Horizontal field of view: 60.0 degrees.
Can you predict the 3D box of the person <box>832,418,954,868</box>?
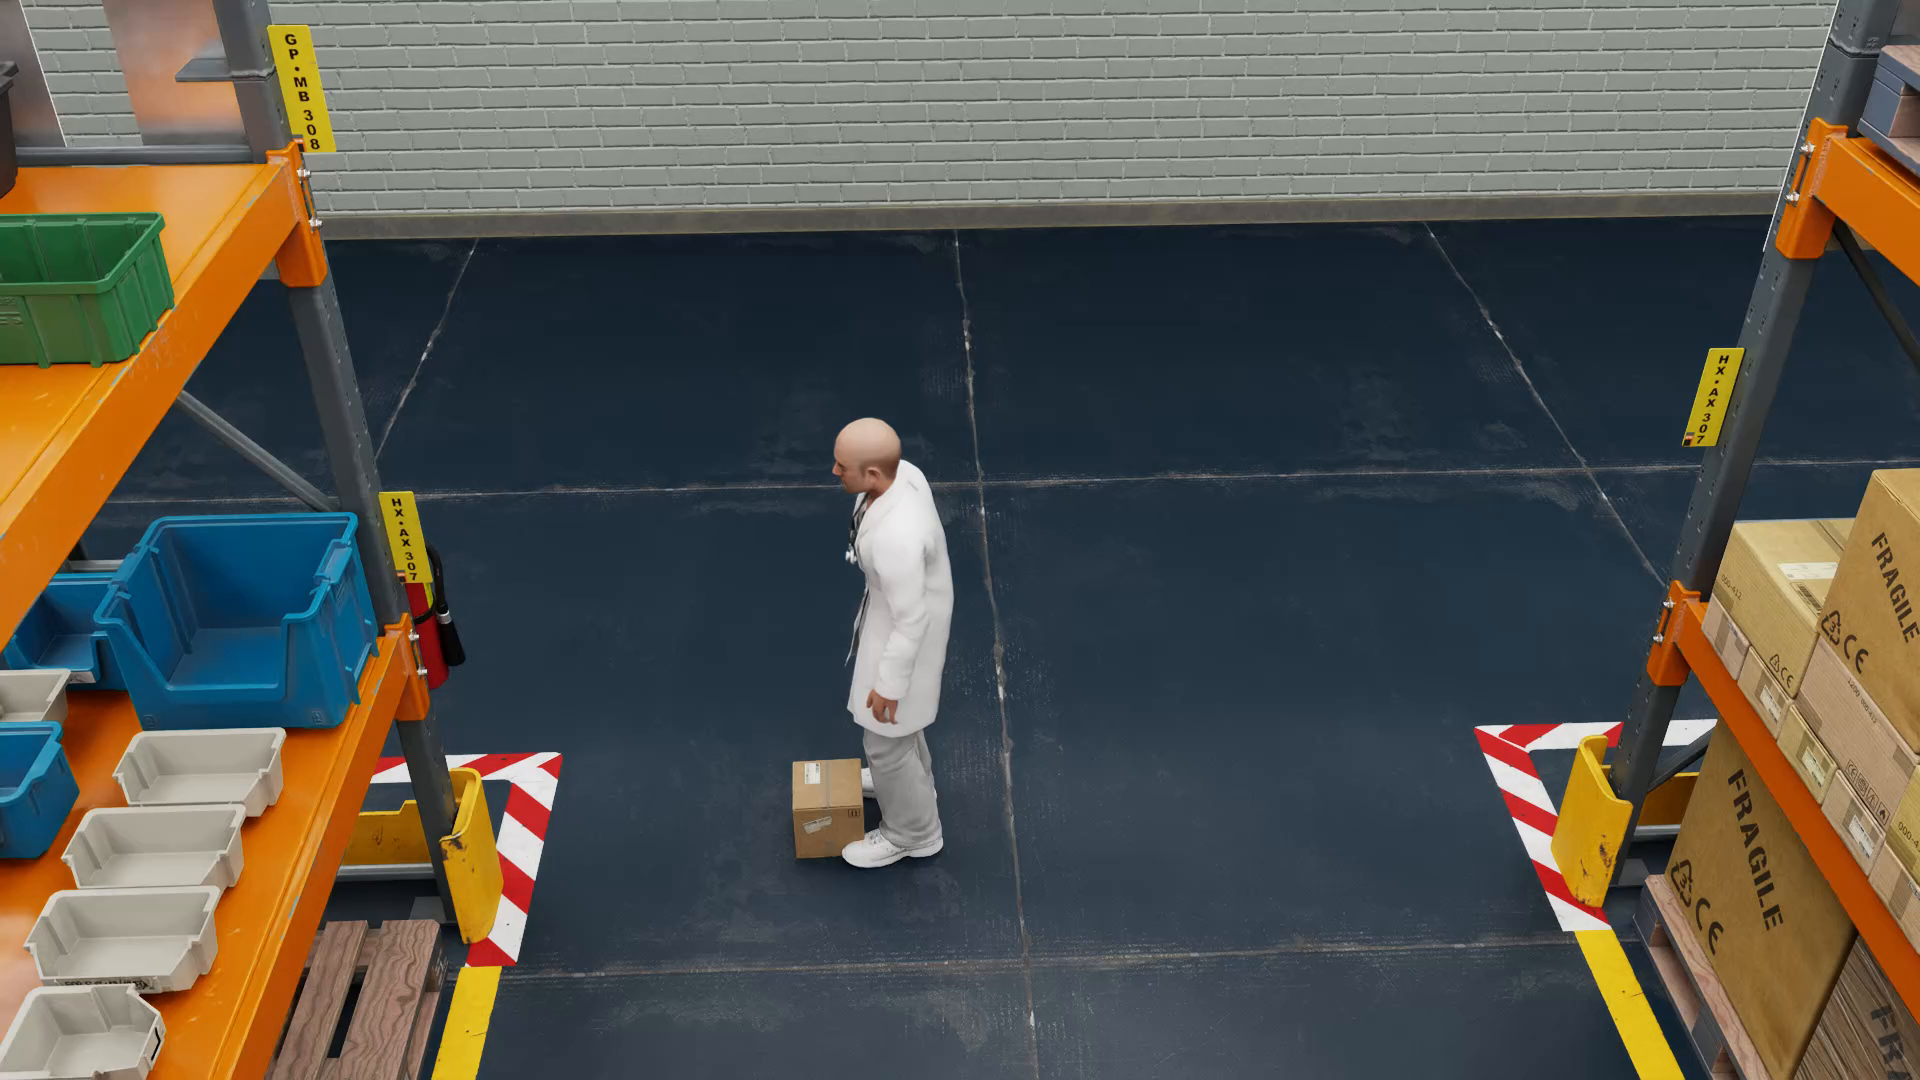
[{"bbox_3d":[-0.230,0.348,5.656,0.416,1.774,0.653,-2,35,-3],"label":"person"}]
